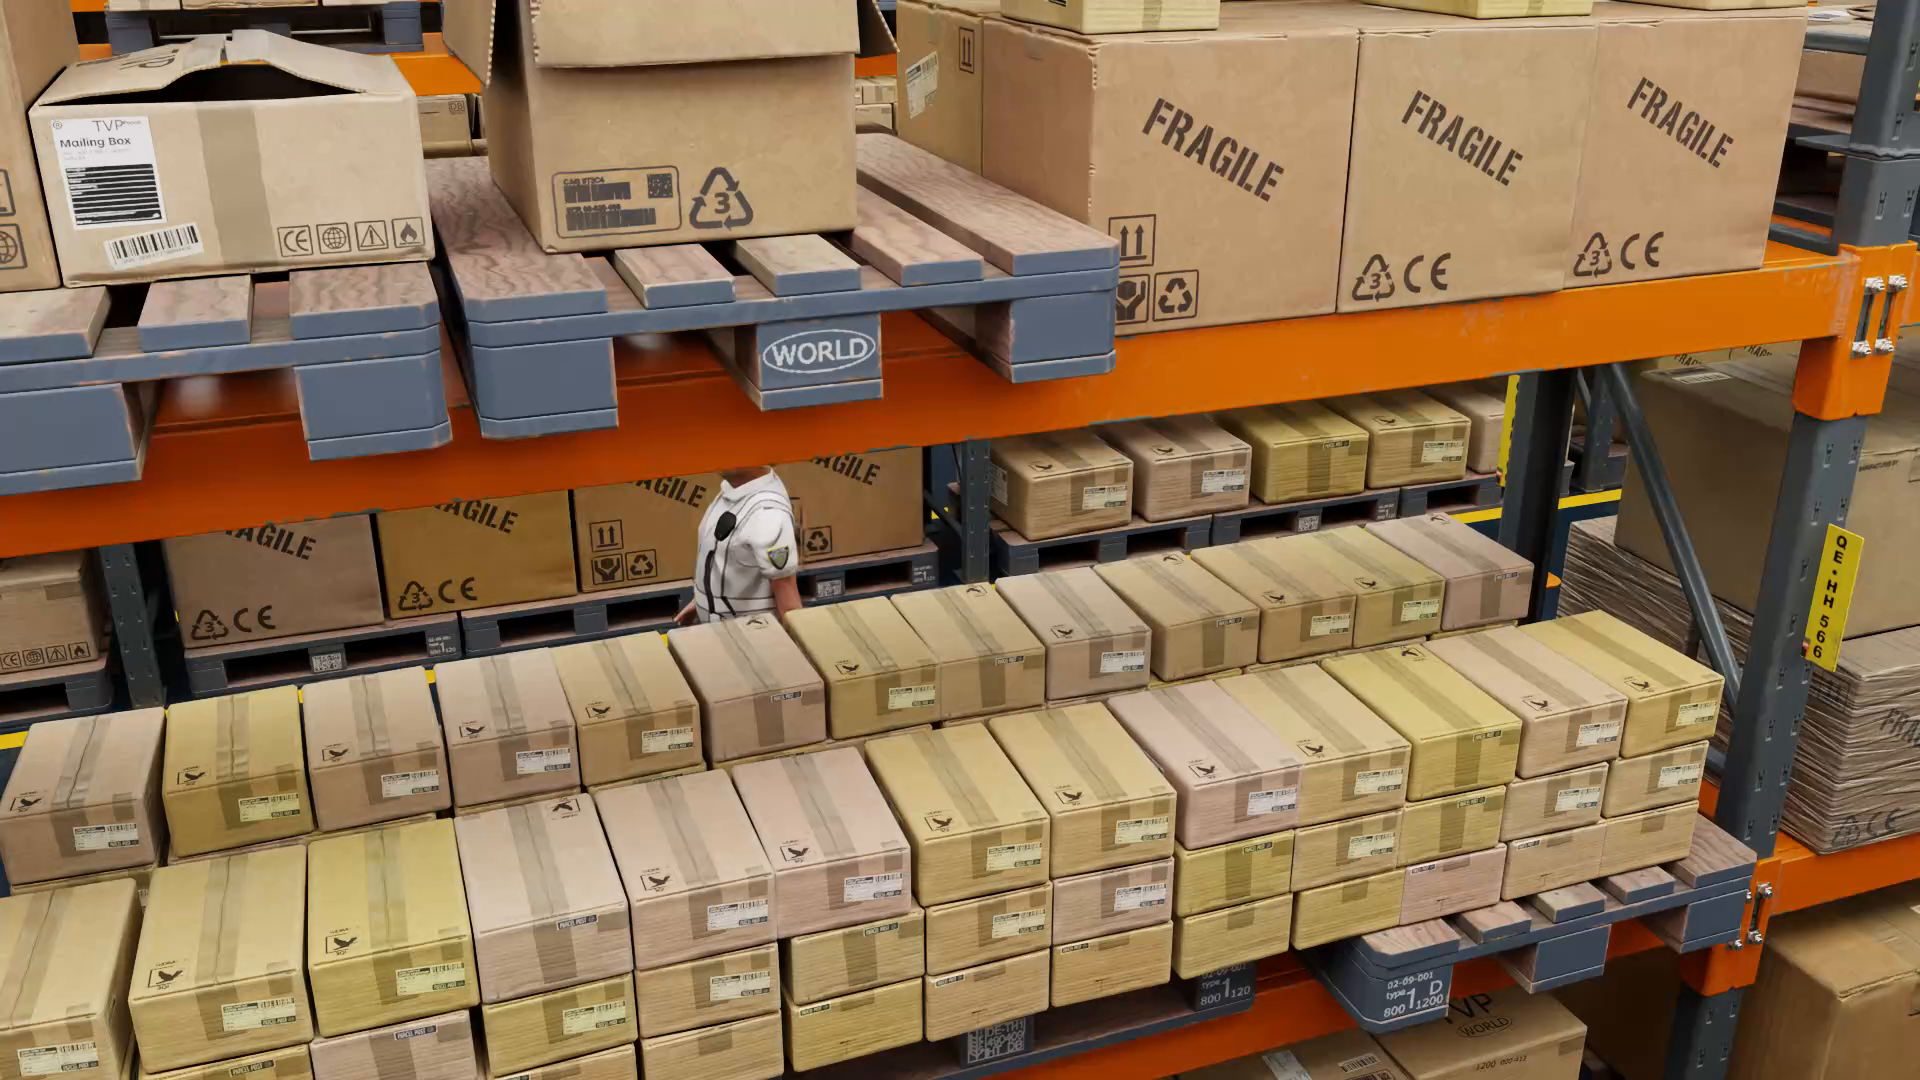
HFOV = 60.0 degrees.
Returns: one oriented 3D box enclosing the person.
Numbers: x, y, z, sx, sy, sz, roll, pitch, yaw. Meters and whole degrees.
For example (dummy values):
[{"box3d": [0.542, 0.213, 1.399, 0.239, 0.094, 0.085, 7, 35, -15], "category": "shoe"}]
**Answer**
[{"box3d": [-0.858, 0.305, 6.303, 1.077, 1.711, 0.573, -4, 23, -10], "category": "person"}]
